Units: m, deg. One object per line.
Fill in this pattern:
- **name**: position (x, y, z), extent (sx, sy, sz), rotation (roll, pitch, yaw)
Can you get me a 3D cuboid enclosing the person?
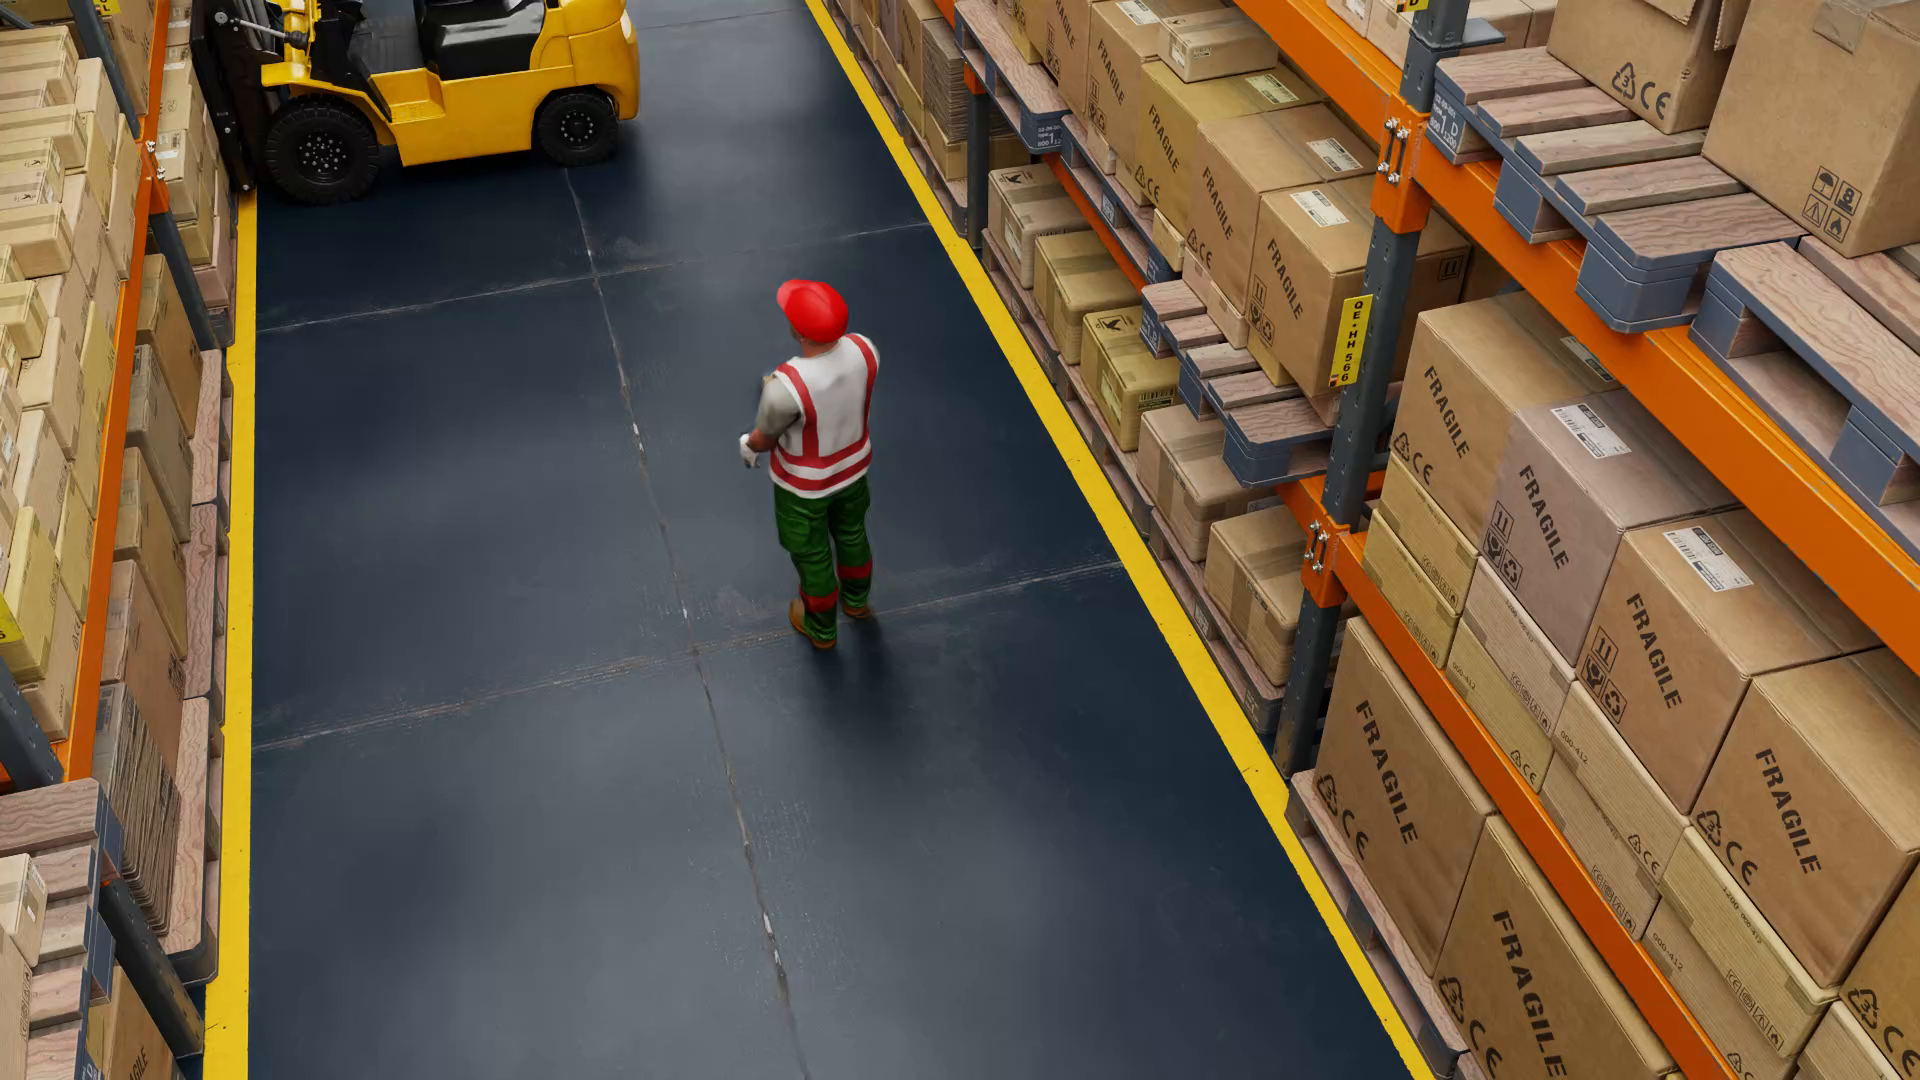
- **person**: position (-0.576, -0.306, 6.479), extent (0.556, 1.794, 0.528), rotation (-31, 50, -30)
